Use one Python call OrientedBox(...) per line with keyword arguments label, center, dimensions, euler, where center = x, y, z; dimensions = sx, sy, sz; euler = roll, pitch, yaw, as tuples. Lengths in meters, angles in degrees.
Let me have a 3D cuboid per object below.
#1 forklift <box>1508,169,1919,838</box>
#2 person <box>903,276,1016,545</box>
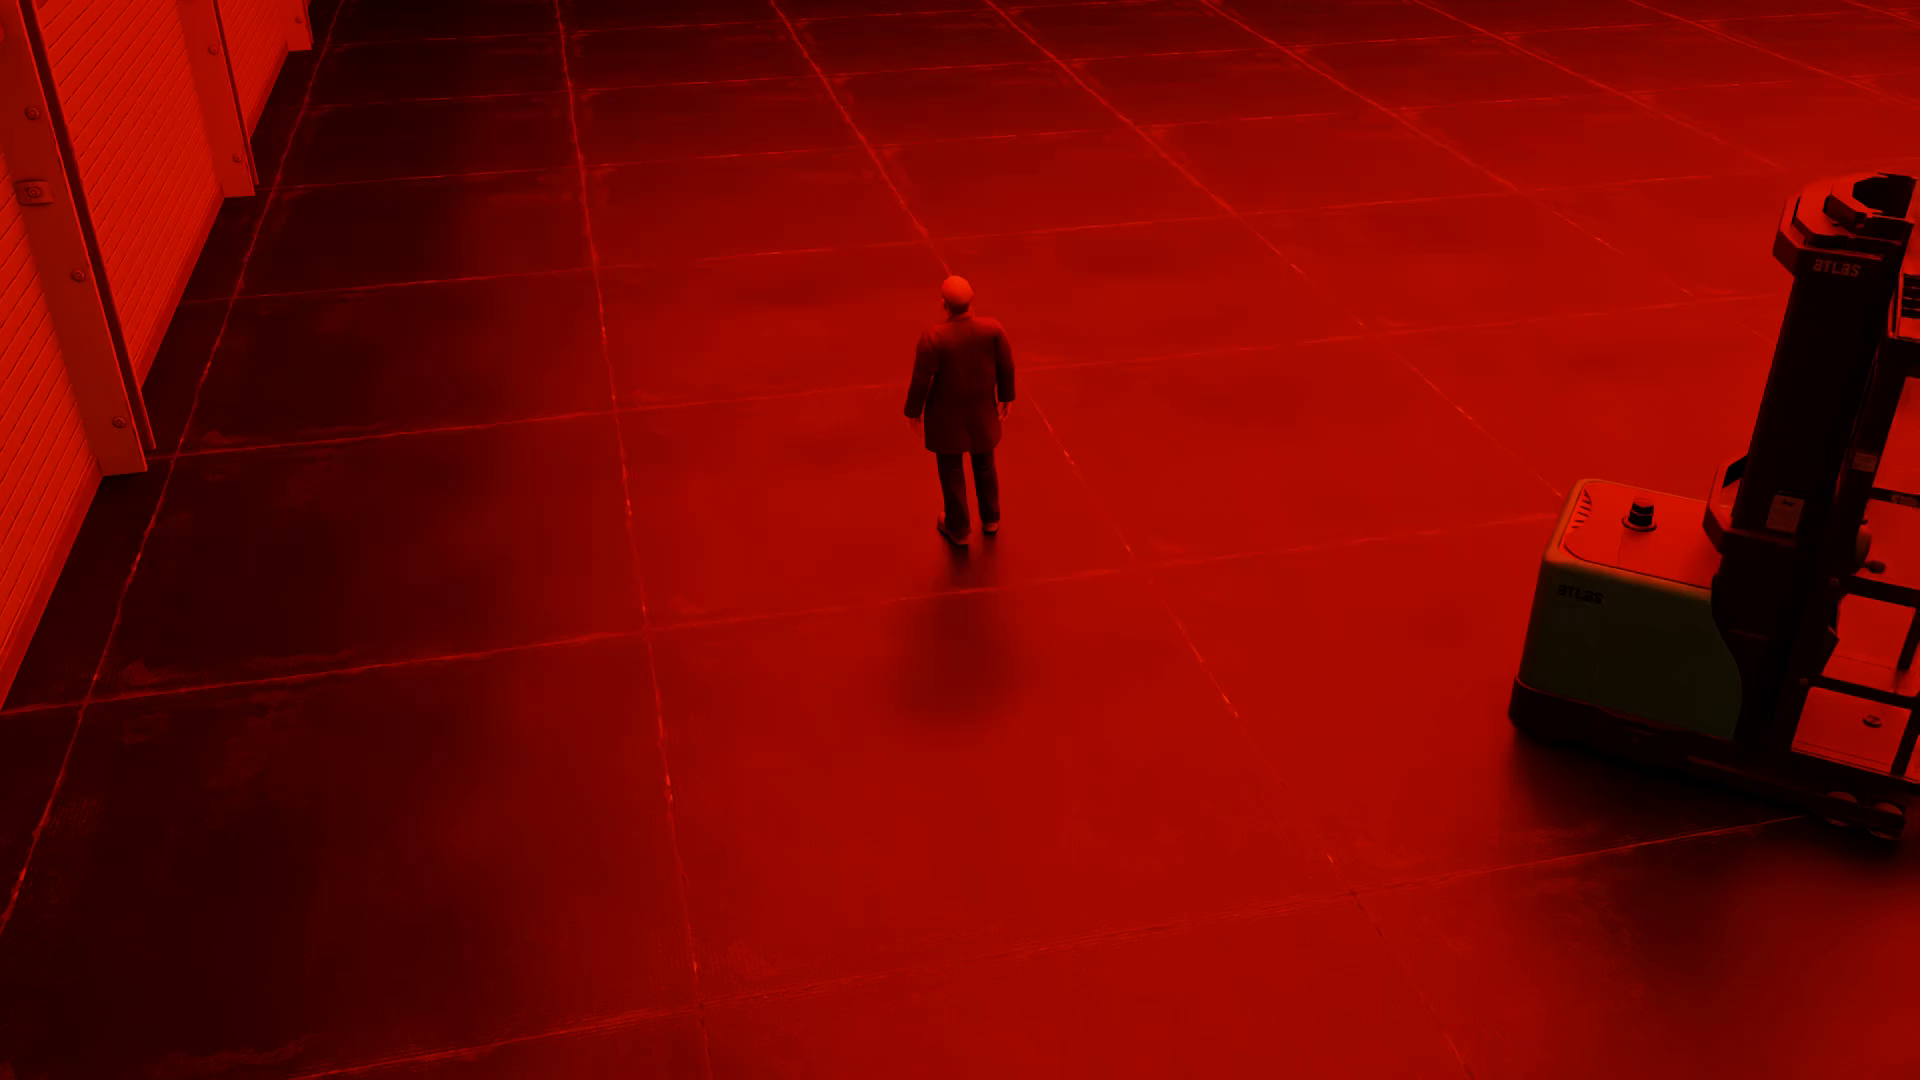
OrientedBox(label="forklift", center=(4.436, -0.137, 7.811), dimensions=(3.031, 2.935, 1.130), euler=(15, 33, 24))
OrientedBox(label="person", center=(-0.017, -0.820, 10.128), dimensions=(0.696, 1.776, 0.582), euler=(-7, 31, -12))
